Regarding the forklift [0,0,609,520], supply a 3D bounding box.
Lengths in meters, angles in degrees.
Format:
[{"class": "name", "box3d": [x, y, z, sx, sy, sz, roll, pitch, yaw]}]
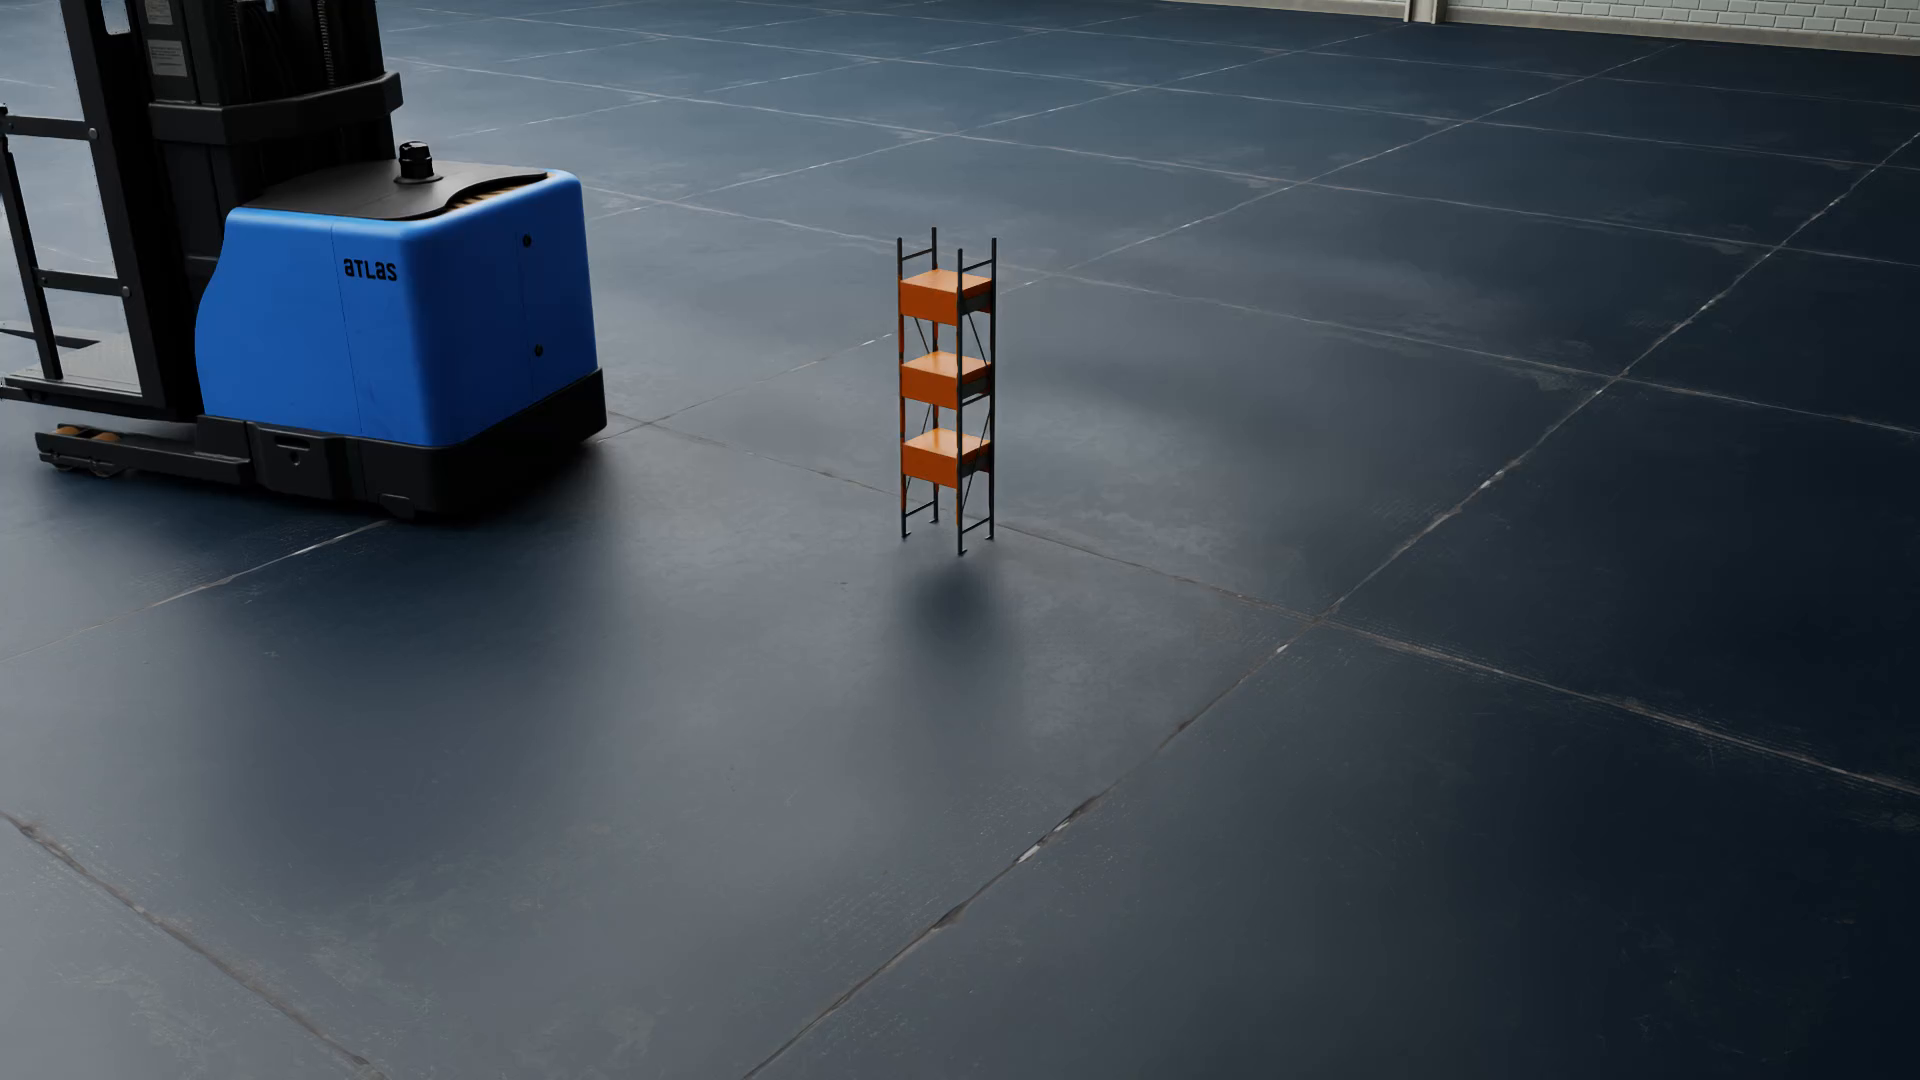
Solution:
[{"class": "forklift", "box3d": [-2.966, -1.766, 6.122, 3.031, 2.935, 1.130, 9, 25, 19]}]

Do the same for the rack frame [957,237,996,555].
[{"class": "rack frame", "box3d": [0.055, -0.464, 5.501, 0.008, 1.050, 0.200, 17, 29, 33]}]

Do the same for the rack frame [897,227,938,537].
[{"class": "rack frame", "box3d": [-0.140, -0.523, 5.635, 0.008, 1.050, 0.200, 17, 29, 33]}]

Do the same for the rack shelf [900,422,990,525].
[{"class": "rack shelf", "box3d": [-0.043, -0.229, 5.684, 0.240, 0.259, 0.215, 17, 29, 33]}]

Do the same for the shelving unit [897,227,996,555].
[{"class": "shelving unit", "box3d": [-0.043, -0.493, 5.568, 0.252, 1.050, 0.215, 17, 29, 33]}]

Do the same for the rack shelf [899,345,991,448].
[{"class": "rack shelf", "box3d": [-0.043, -0.484, 5.572, 0.240, 0.259, 0.215, 17, 29, 33]}]

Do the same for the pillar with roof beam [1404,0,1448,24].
[{"class": "pillar with roof beam", "box3d": [2.921, -8.876, 14.734, 0.400, 9.000, 9.100, 17, 29, 33]}]

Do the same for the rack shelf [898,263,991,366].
[{"class": "rack shelf", "box3d": [-0.043, -0.743, 5.458, 0.240, 0.259, 0.215, 17, 29, 33]}]
